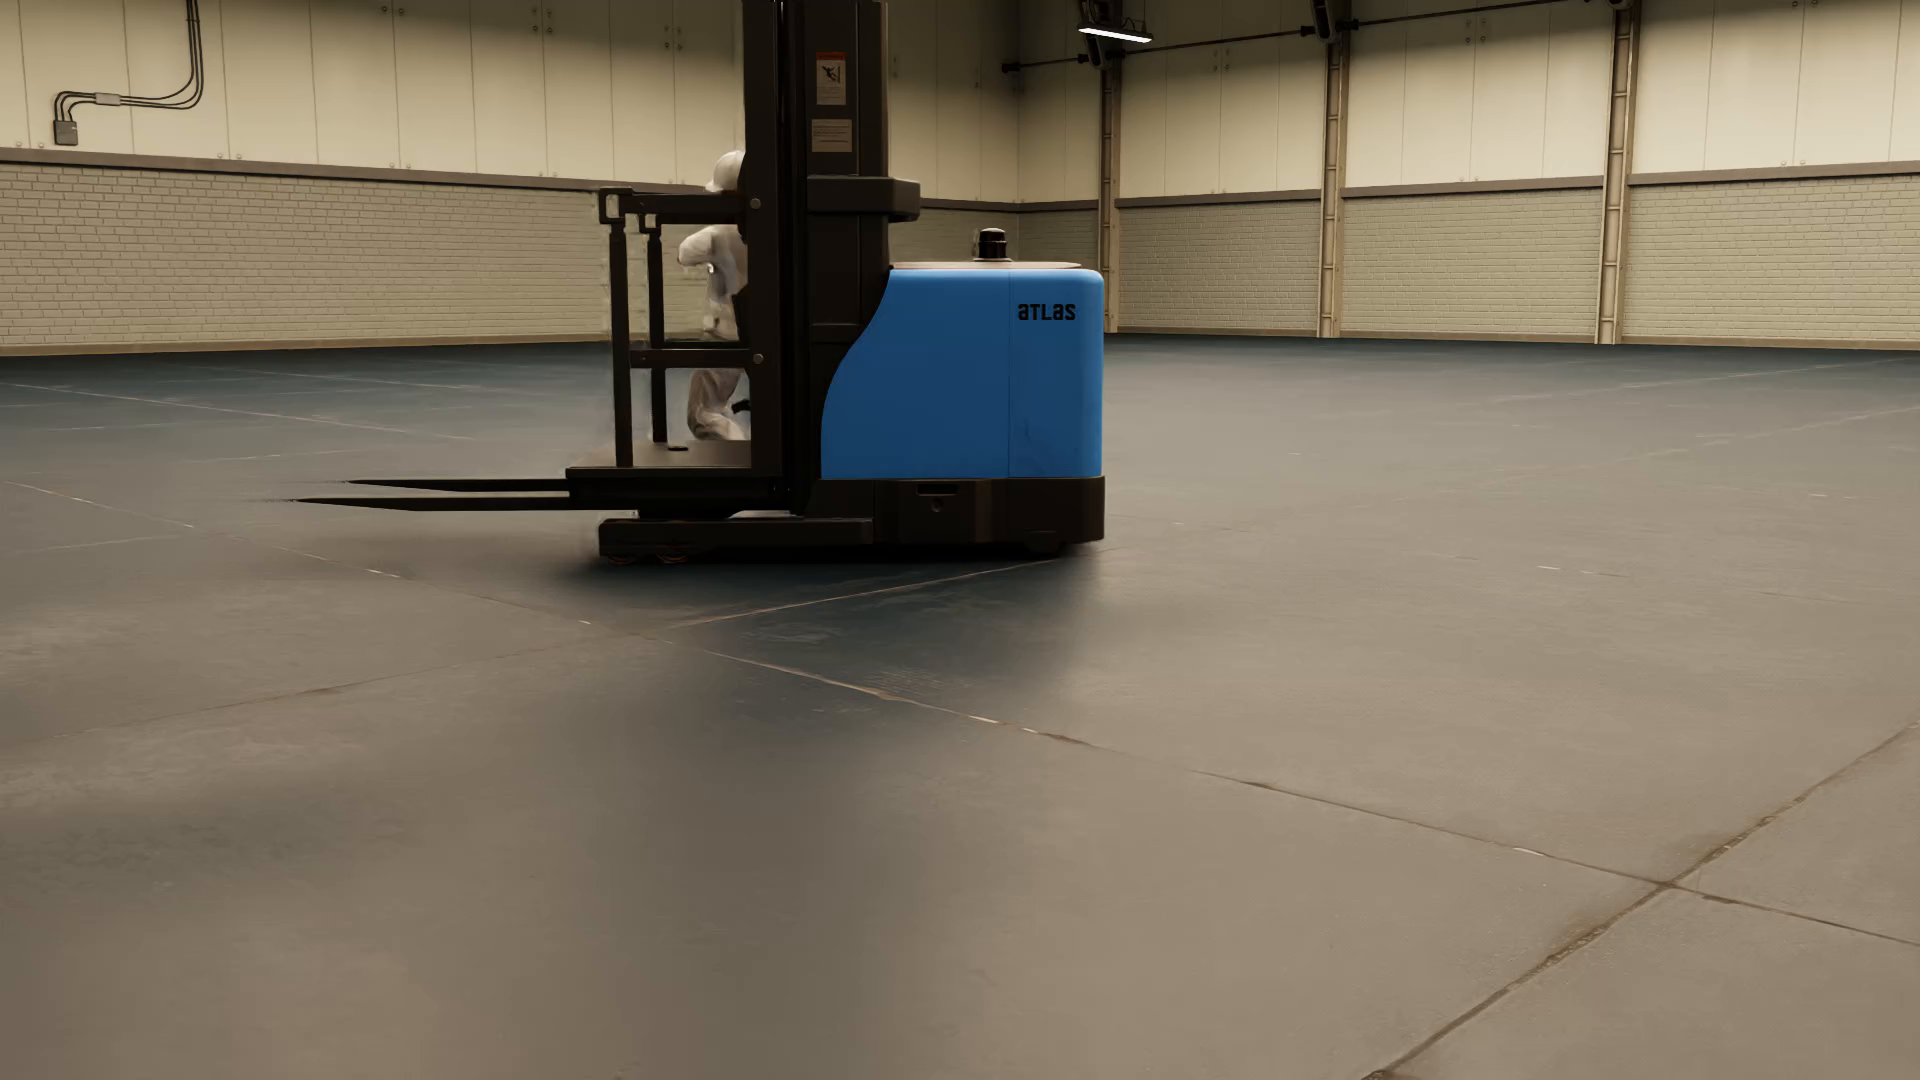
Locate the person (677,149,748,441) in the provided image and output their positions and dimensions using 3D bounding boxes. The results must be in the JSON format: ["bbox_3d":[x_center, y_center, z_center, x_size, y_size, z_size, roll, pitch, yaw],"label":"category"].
[{"bbox_3d":[-0.907,-0.956,7.660,0.860,1.594,0.867,8,12,44],"label":"person"}]

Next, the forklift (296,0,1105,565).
[{"bbox_3d":[-0.988,-1.439,6.432,3.031,2.935,1.130,0,9,-3],"label":"forklift"}]
